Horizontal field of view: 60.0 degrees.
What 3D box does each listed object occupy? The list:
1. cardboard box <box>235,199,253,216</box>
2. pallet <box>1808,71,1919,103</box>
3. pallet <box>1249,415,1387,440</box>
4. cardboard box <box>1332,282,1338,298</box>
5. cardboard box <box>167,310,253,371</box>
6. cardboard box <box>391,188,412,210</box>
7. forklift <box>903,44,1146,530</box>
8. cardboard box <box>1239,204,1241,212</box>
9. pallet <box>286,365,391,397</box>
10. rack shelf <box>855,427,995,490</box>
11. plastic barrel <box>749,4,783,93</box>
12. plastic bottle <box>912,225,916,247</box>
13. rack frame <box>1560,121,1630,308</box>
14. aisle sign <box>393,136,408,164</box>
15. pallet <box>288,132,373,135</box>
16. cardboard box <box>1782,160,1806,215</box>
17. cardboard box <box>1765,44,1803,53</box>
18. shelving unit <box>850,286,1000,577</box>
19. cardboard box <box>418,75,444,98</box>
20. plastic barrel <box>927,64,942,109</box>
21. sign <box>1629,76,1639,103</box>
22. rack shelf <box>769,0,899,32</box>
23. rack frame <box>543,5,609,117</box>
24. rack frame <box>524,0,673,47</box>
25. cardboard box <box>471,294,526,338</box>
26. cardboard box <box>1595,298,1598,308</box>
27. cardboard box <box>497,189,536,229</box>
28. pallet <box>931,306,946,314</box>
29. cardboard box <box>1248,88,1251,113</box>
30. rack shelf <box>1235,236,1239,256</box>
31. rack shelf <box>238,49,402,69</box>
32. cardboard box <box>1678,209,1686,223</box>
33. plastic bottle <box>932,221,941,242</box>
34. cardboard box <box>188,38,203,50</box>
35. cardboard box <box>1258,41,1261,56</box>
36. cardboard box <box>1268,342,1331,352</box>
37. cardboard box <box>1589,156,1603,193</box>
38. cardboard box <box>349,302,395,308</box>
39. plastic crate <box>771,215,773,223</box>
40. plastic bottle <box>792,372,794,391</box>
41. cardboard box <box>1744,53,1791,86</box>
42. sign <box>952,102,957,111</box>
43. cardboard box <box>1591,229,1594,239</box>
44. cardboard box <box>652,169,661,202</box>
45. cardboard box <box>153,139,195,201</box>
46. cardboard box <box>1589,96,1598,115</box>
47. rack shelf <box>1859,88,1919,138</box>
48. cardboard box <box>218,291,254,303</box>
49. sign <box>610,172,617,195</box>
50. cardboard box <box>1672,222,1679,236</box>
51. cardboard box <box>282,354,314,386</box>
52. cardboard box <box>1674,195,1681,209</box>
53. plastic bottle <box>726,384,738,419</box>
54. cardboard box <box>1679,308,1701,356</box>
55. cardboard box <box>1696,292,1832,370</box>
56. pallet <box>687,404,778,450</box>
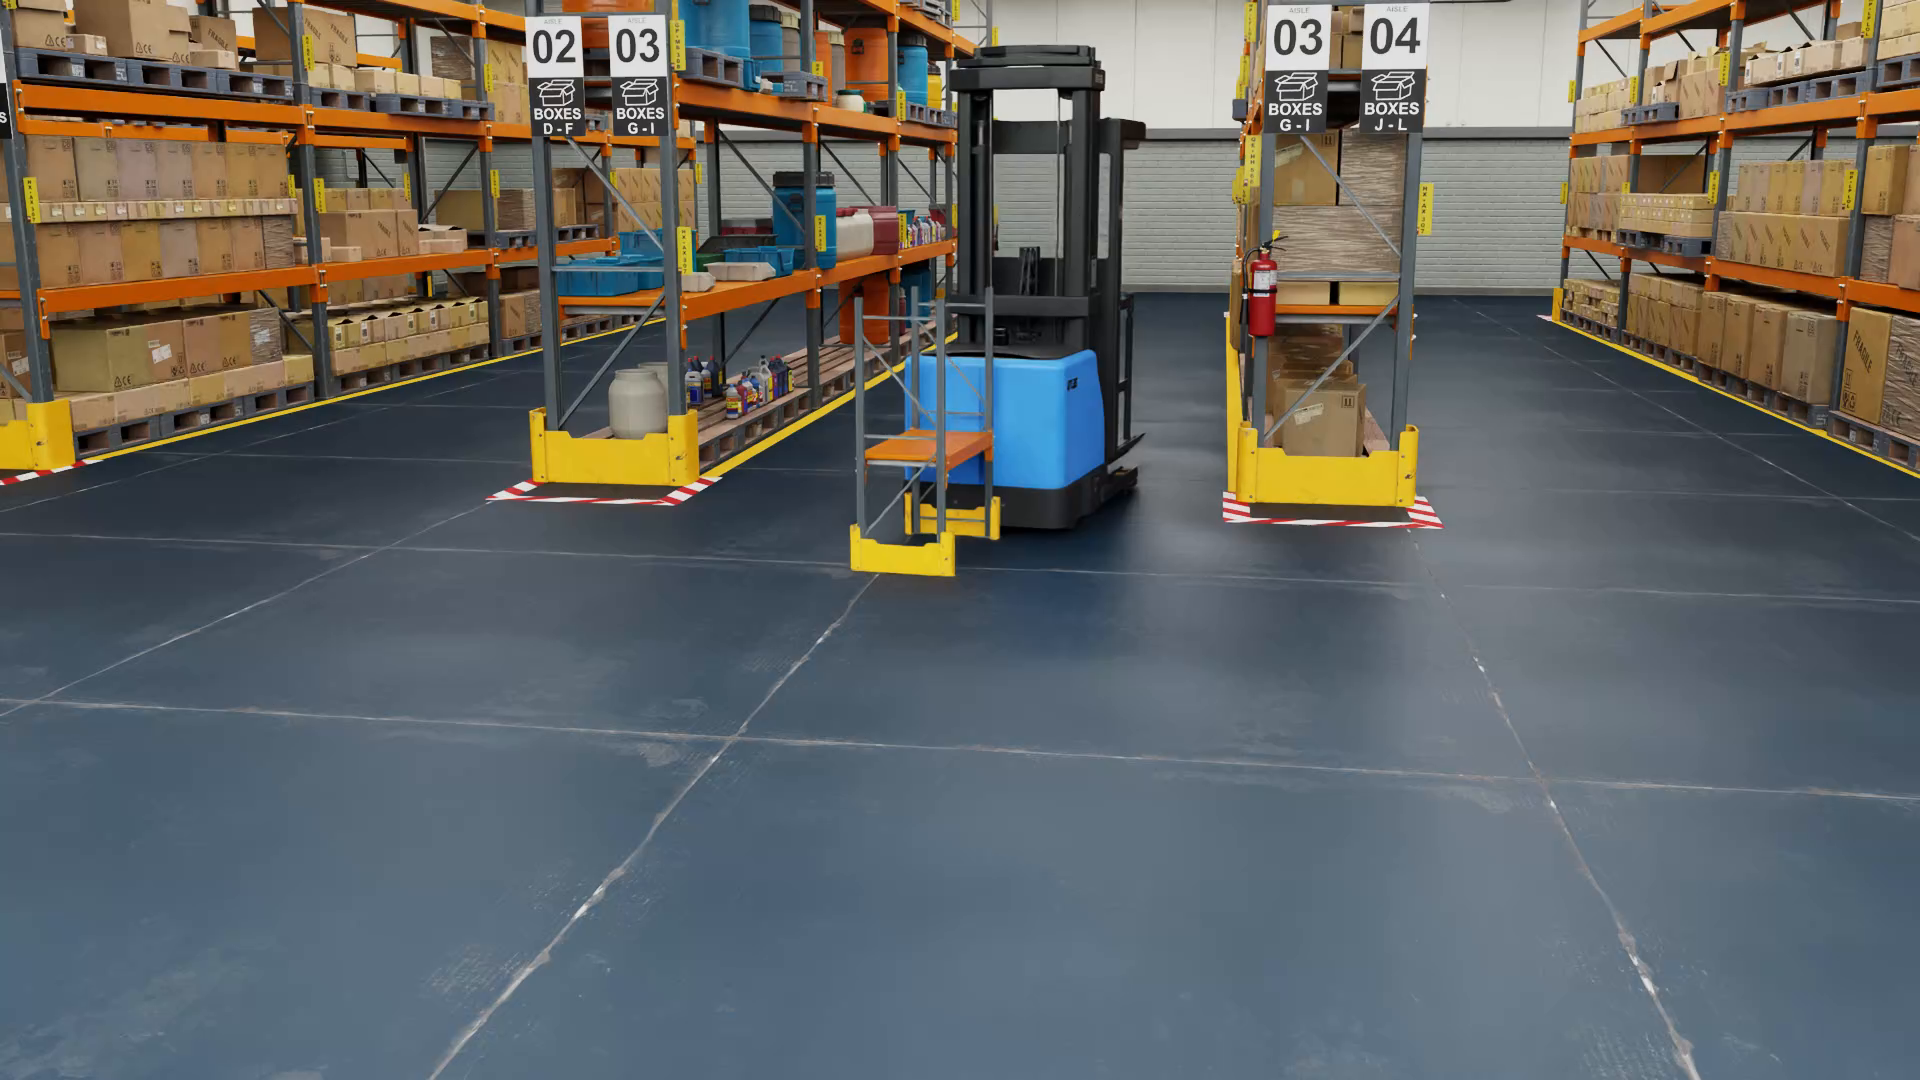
[{"bbox_3d":[-6.671,-3.019,15.103,0.380,0.149,0.250,2,12,9],"label":"cardboard box"},{"bbox_3d":[8.042,-3.939,14.483,0.805,0.209,1.217,1,12,6],"label":"pallet"},{"bbox_3d":[2.810,-0.796,13.187,1.003,0.211,1.213,2,12,9],"label":"pallet"},{"bbox_3d":[2.857,-1.807,11.854,0.380,0.149,0.250,2,12,9],"label":"cardboard box"},{"bbox_3d":[-6.741,-1.793,14.943,0.500,0.500,0.500,2,12,9],"label":"cardboard box"},{"bbox_3d":[-9.842,-5.575,28.029,0.980,0.700,0.700,2,12,11],"label":"cardboard box"},{"bbox_3d":[0.604,-1.760,11.201,1.130,2.935,3.031,4,13,18],"label":"forklift"},{"bbox_3d":[4.101,-4.763,22.846,0.500,0.500,0.500,2,12,10],"label":"cardboard box"},{"bbox_3d":[-6.649,-1.668,17.233,1.003,0.211,1.213,2,12,9],"label":"pallet"},{"bbox_3d":[-0.184,-0.478,9.503,0.538,0.185,1.000,3,13,15],"label":"rack shelf"},{"bbox_3d":[-1.966,-4.540,15.629,0.600,0.901,0.708,2,12,9],"label":"plastic barrel"},{"bbox_3d":[-0.607,-3.829,20.944,0.097,0.271,0.097,0,12,0],"label":"plastic bottle"},{"bbox_3d":[9.795,-4.871,25.477,1.000,3.000,0.127,2,12,9],"label":"rack frame"},{"bbox_3d":[-9.466,-6.811,28.305,0.394,0.787,0.004,2,12,9],"label":"aisle sign"},{"bbox_3d":[-10.063,-6.548,26.348,1.003,0.211,1.213,2,12,9],"label":"pallet"},{"bbox_3d":[8.254,-3.332,15.723,0.700,0.500,0.500,2,12,8],"label":"cardboard box"},{"bbox_3d":[8.978,-5.278,18.190,0.396,0.266,0.258,2,12,9],"label":"cardboard box"},{"bbox_3d":[-0.181,-0.655,9.474,0.587,1.500,1.083,3,13,15],"label":"shelving unit"},{"bbox_3d":[-6.186,-5.102,18.786,0.500,0.250,0.500,2,12,10],"label":"cardboard box"},{"bbox_3d":[-0.540,-5.948,21.909,0.600,0.588,0.600,0,12,0],"label":"plastic barrel"},{"bbox_3d":[8.642,-5.774,21.317,0.100,0.325,0.005,2,12,9],"label":"sign"},{"bbox_3d":[-1.523,-5.517,16.892,1.077,0.370,4.000,2,12,9],"label":"rack shelf"},{"bbox_3d":[-5.494,-7.475,23.318,1.000,3.000,0.127,2,12,9],"label":"rack frame"},{"bbox_3d":[-2.445,-4.816,10.978,1.000,3.000,0.127,2,12,9],"label":"rack frame"},{"bbox_3d":[-5.756,-2.788,20.700,0.500,0.500,0.500,2,12,11],"label":"cardboard box"},{"bbox_3d":[9.184,-3.342,23.447,0.380,0.149,0.250,1,12,6],"label":"cardboard box"},{"bbox_3d":[-5.794,-4.283,21.511,0.700,0.500,0.500,4,13,19],"label":"cardboard box"},{"bbox_3d":[-0.340,-3.427,25.393,1.003,0.211,1.213,2,12,9],"label":"pallet"},{"bbox_3d":[3.276,-4.584,17.381,0.500,0.250,0.500,2,12,10],"label":"cardboard box"},{"bbox_3d":[4.602,-4.285,24.464,1.077,0.370,4.000,2,12,9],"label":"rack shelf"},{"bbox_3d":[-10.081,-7.504,26.109,1.077,0.370,4.000,2,12,9],"label":"rack shelf"},{"bbox_3d":[8.230,-3.607,18.504,0.380,0.149,0.250,2,12,11],"label":"cardboard box"},{"bbox_3d":[-0.341,-4.228,22.785,0.152,0.276,0.135,2,12,9],"label":"plastic bottle"},{"bbox_3d":[-7.145,-4.365,14.888,0.500,0.311,0.500,1,12,6],"label":"cardboard box"},{"bbox_3d":[2.551,-3.867,13.106,0.380,0.149,0.250,2,12,8],"label":"cardboard box"},{"bbox_3d":[2.963,-1.456,14.568,0.500,0.500,0.500,1,12,7],"label":"cardboard box"},{"bbox_3d":[9.215,-5.151,23.456,0.500,0.500,0.500,1,12,7],"label":"cardboard box"},{"bbox_3d":[-6.633,-2.530,18.810,0.500,0.311,0.500,2,12,7],"label":"cardboard box"},{"bbox_3d":[-1.766,-3.253,17.816,0.402,0.464,0.583,2,12,9],"label":"plastic crate"},{"bbox_3d":[-1.578,-1.477,15.325,0.097,0.201,0.097,0,12,0],"label":"plastic bottle"},{"bbox_3d":[8.236,-4.739,16.722,0.500,0.311,0.500,2,12,9],"label":"cardboard box"},{"bbox_3d":[-0.057,-5.833,22.800,0.100,0.325,0.005,2,12,9],"label":"sign"},{"bbox_3d":[9.232,-4.365,23.725,0.380,0.149,0.250,2,12,11],"label":"cardboard box"},{"bbox_3d":[-4.906,-5.491,25.740,0.500,0.500,0.500,2,12,10],"label":"cardboard box"},{"bbox_3d":[-7.017,-3.154,14.191,0.700,0.500,0.500,2,12,9],"label":"cardboard box"},{"bbox_3d":[9.302,-6.212,23.749,0.500,0.250,0.500,2,12,9],"label":"cardboard box"},{"bbox_3d":[7.642,-3.072,11.714,1.077,0.370,4.000,2,12,9],"label":"rack shelf"},{"bbox_3d":[-10.494,-3.532,23.367,0.750,0.750,0.750,2,12,10],"label":"cardboard box"},{"bbox_3d":[-4.945,-5.091,23.748,0.100,0.325,0.005,2,12,9],"label":"sign"},{"bbox_3d":[8.265,-3.511,18.766,0.380,0.149,0.250,2,12,10],"label":"cardboard box"},{"bbox_3d":[-6.579,-1.634,15.987,0.500,0.250,0.500,2,12,9],"label":"cardboard box"},{"bbox_3d":[8.268,-3.803,18.707,0.380,0.149,0.250,2,12,10],"label":"cardboard box"},{"bbox_3d":[-1.859,-1.132,13.556,0.097,0.271,0.097,0,12,0],"label":"plastic bottle"},{"bbox_3d":[8.407,-2.335,18.644,0.500,0.500,0.500,2,12,8],"label":"cardboard box"},{"bbox_3d":[8.382,-2.188,17.368,1.050,0.750,0.750,2,12,8],"label":"cardboard box"},{"bbox_3d":[-2.160,-0.959,13.943,1.003,0.211,1.213,2,12,9],"label":"pallet"}]
